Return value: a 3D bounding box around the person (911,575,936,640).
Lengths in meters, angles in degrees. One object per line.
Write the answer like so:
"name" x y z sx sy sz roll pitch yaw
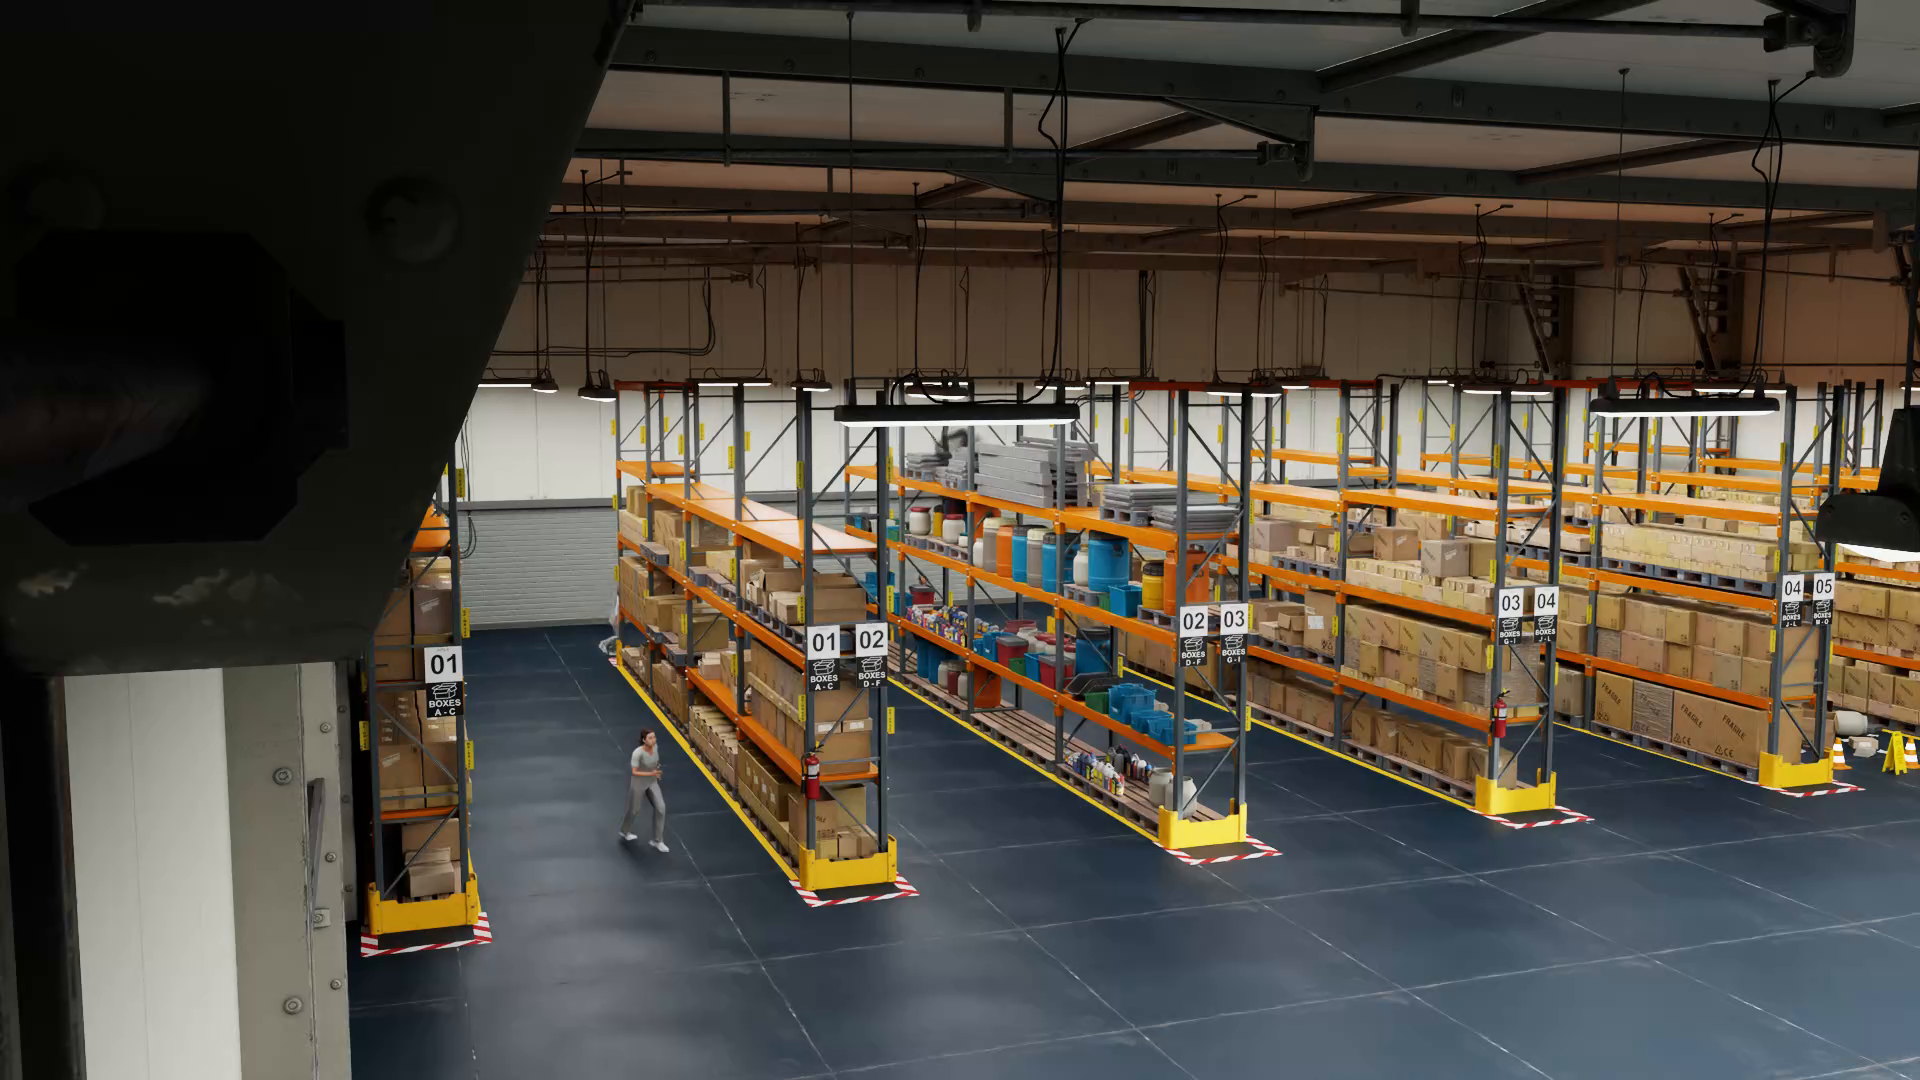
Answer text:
"person" -0.861 1.582 37.630 0.770 1.639 0.655 5 8 40

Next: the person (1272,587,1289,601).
"person" 8.280 0.898 43.119 0.726 1.807 0.659 -5 8 -40

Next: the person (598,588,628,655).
"person" -7.534 1.763 36.120 0.656 1.518 0.520 -1 6 -14

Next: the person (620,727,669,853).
"person" -4.134 3.228 21.725 0.562 1.642 0.953 -6 8 -43
